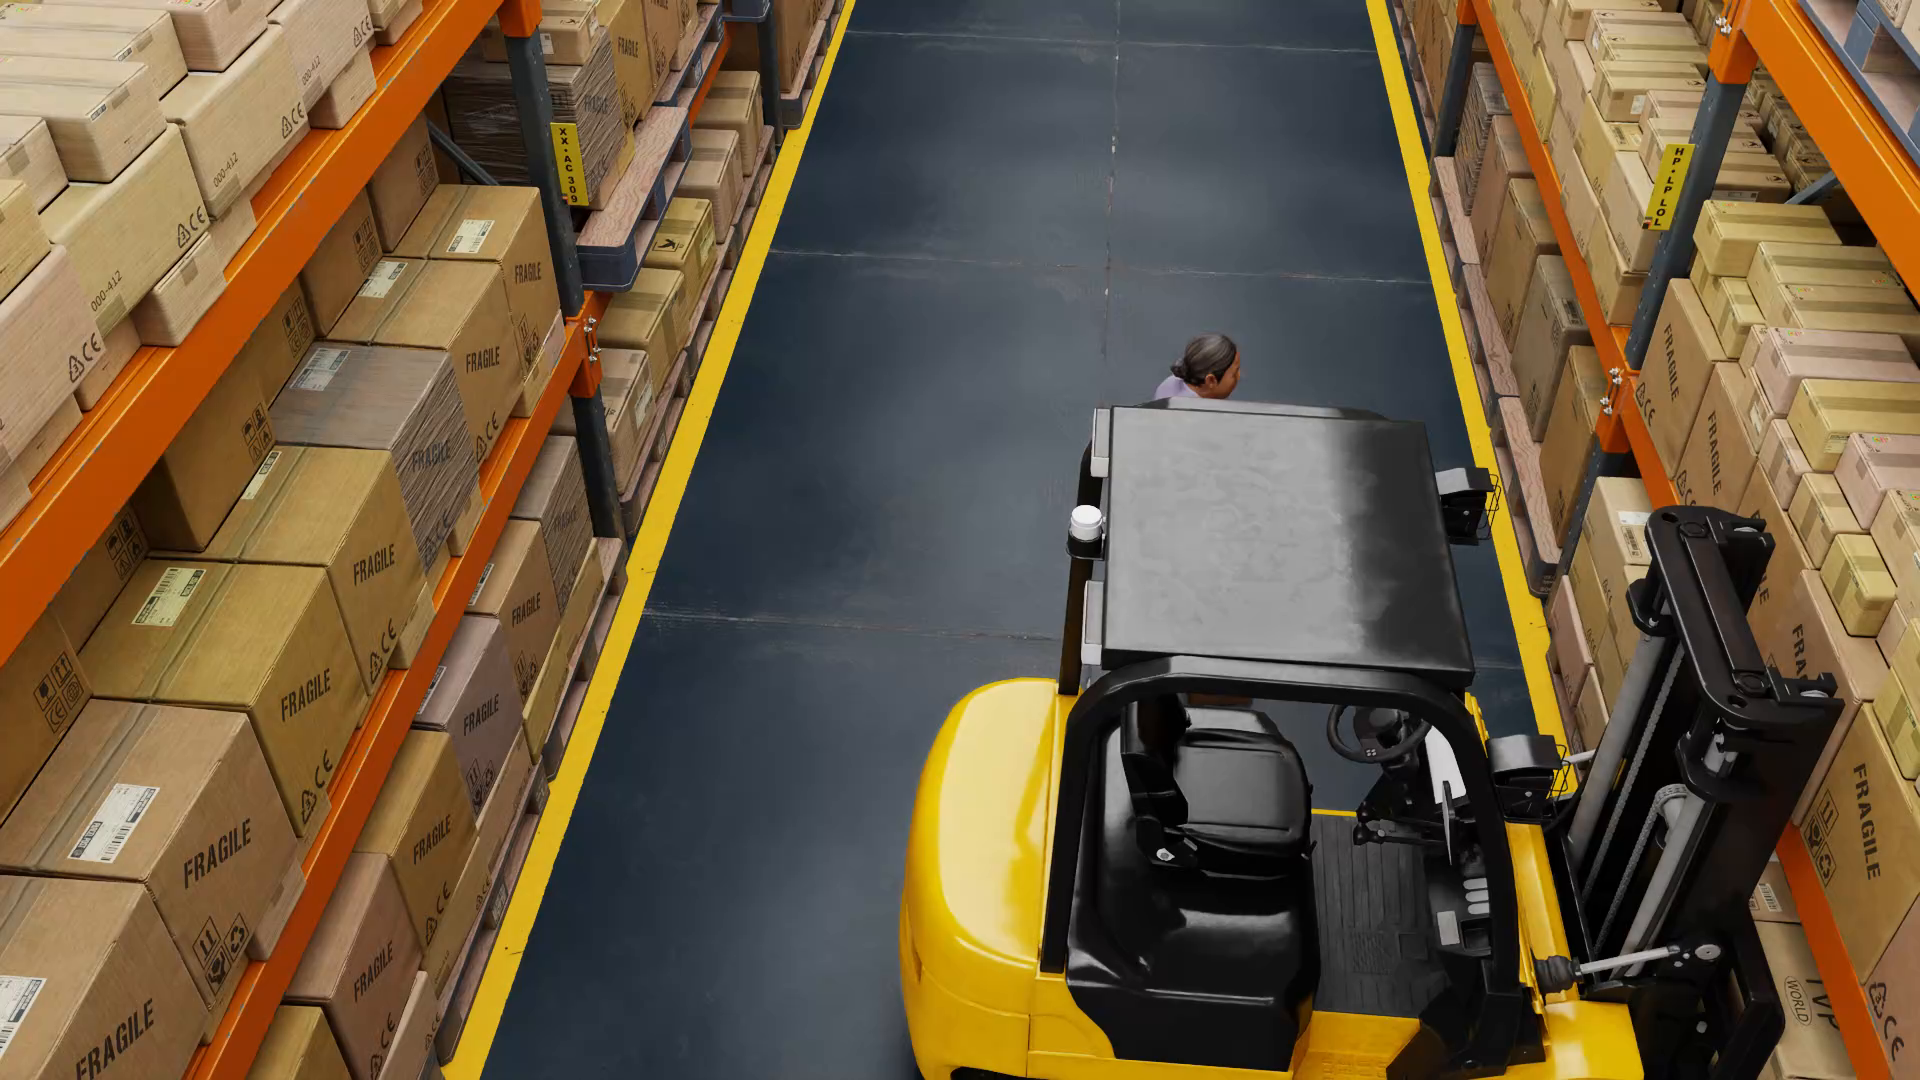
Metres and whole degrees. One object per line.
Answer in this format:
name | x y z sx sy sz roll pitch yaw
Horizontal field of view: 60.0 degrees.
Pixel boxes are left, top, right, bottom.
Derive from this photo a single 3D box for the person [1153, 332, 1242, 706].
person | 0.809 -0.050 6.222 0.376 1.651 0.561 1 40 1
